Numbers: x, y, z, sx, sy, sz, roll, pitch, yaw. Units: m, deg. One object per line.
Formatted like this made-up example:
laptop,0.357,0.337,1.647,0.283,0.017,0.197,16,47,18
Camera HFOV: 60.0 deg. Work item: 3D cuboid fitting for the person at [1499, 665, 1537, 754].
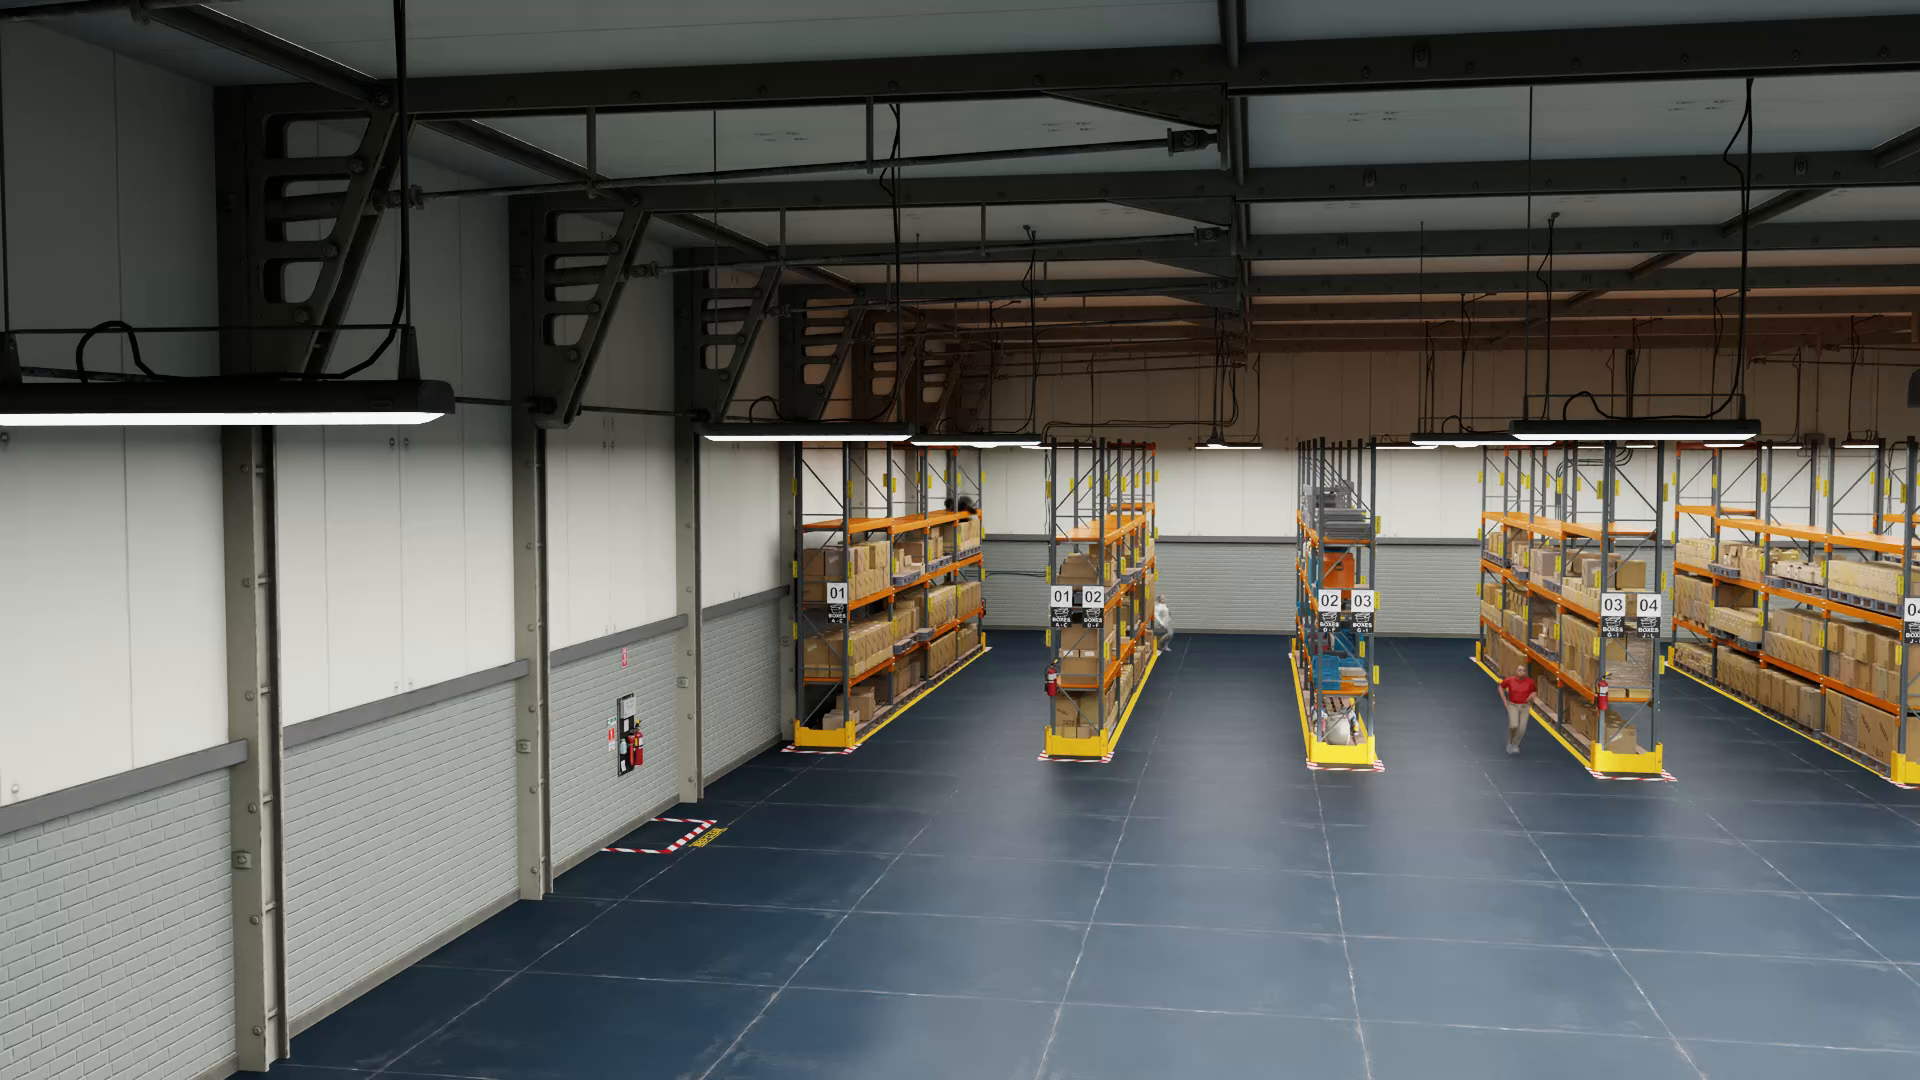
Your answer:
person,10.574,3.205,31.450,0.654,1.692,0.691,0,3,6

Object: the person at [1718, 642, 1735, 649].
person,20.888,2.506,45.269,0.772,1.681,0.547,-2,4,-31

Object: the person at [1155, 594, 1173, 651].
person,5.918,2.387,47.894,0.475,1.654,0.673,2,4,31
